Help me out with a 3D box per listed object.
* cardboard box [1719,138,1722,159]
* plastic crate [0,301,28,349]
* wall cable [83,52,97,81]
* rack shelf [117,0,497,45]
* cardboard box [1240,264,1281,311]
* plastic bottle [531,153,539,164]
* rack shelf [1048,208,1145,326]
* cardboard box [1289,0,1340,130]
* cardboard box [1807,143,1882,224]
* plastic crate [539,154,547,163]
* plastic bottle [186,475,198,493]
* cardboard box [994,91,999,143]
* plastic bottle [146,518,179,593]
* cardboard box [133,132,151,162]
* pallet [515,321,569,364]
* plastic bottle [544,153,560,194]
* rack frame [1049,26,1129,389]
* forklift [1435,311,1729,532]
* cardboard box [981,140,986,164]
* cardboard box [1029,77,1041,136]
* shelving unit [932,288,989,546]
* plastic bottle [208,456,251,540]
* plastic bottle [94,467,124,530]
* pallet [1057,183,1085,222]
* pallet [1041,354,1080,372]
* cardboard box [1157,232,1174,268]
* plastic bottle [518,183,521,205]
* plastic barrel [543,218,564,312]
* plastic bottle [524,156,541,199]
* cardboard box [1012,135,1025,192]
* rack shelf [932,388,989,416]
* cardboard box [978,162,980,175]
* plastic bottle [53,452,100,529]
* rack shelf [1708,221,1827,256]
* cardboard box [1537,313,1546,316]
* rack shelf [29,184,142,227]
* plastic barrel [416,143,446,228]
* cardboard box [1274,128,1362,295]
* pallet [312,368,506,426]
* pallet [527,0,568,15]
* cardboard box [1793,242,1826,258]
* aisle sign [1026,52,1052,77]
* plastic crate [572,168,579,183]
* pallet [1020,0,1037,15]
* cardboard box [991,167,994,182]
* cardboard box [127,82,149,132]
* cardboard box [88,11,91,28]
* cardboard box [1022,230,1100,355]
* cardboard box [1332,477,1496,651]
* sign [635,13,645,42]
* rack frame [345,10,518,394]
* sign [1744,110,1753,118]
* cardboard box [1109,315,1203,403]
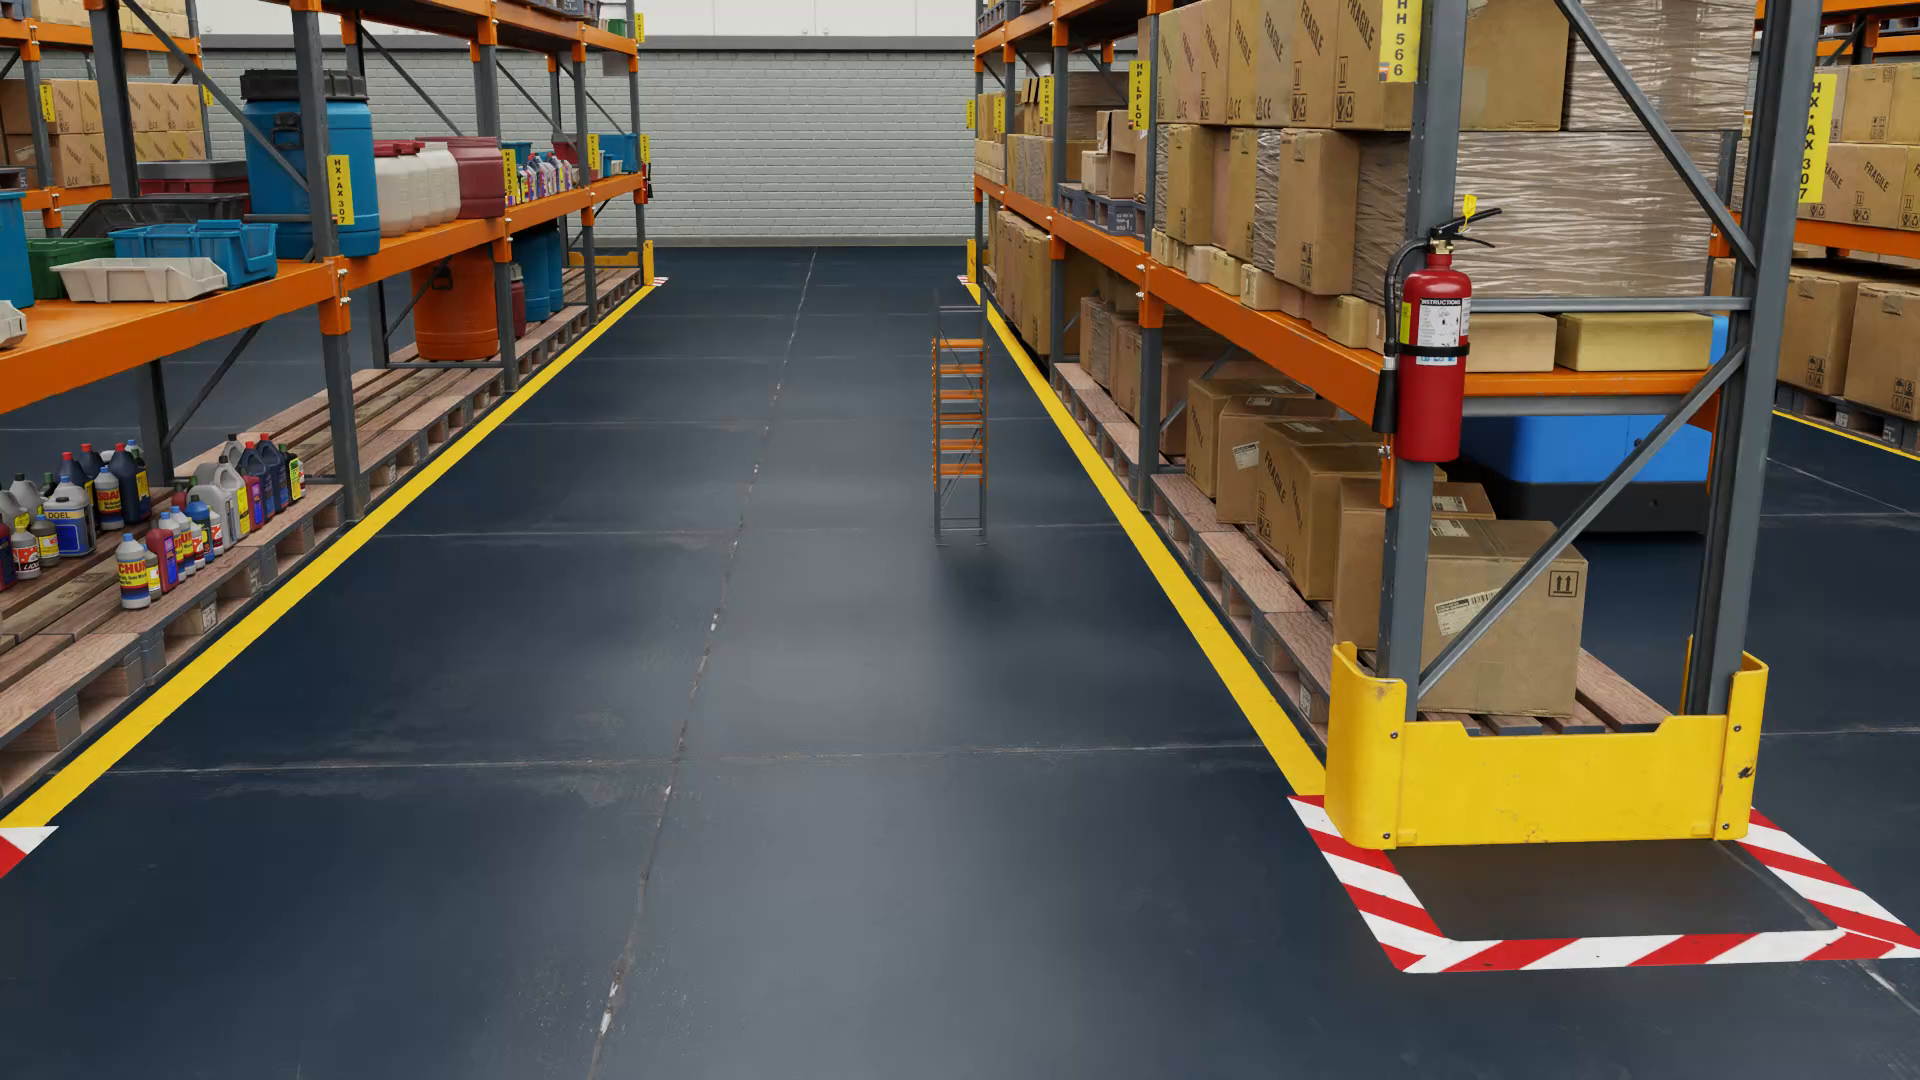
[{"bbox_3d":[5.650,-3.001,12.734,0.380,0.149,0.250,-1,14,-2],"label":"cardboard box"},{"bbox_3d":[-3.004,-0.642,5.029,0.298,0.136,0.250,-1,14,-3],"label":"plastic crate"},{"bbox_3d":[-14.143,-7.182,24.111,3.097,2.526,0.112,-1,14,-3],"label":"wall cable"},{"bbox_3d":[-3.641,-3.138,9.628,1.077,0.370,4.000,-1,14,-3],"label":"rack shelf"},{"bbox_3d":[1.252,-0.936,6.147,0.380,0.149,0.250,-1,14,-3],"label":"cardboard box"},{"bbox_3d":[-3.762,-3.231,14.661,0.144,0.351,0.185,-1,14,-3],"label":"plastic bottle"},{"bbox_3d":[1.302,-1.762,10.298,1.077,0.370,4.000,-1,14,-3],"label":"rack shelf"},{"bbox_3d":[1.356,-1.552,5.235,0.500,0.500,0.500,-1,14,-3],"label":"cardboard box"},{"bbox_3d":[5.958,-2.340,10.901,0.500,0.500,0.500,-1,14,-3],"label":"cardboard box"},{"bbox_3d":[-4.474,-4.000,17.770,0.416,0.233,0.300,-1,14,-3],"label":"plastic crate"},{"bbox_3d":[-3.259,-0.142,7.128,0.061,0.283,0.133,-1,14,-3],"label":"plastic bottle"},{"bbox_3d":[0.608,-4.272,16.809,0.500,0.500,0.500,-1,14,-3],"label":"cardboard box"},{"bbox_3d":[-3.067,0.048,6.387,0.061,0.283,0.133,-1,14,-3],"label":"plastic bottle"},{"bbox_3d":[-8.813,-4.008,17.384,0.500,0.500,0.500,-1,14,-4],"label":"cardboard box"},{"bbox_3d":[-3.928,-1.679,14.128,1.003,0.211,1.213,-1,14,-3],"label":"pallet"},{"bbox_3d":[-3.618,-3.233,14.670,0.144,0.351,0.185,-1,14,-3],"label":"plastic bottle"},{"bbox_3d":[1.178,-2.608,12.142,1.000,3.000,0.127,-1,14,-3],"label":"rack frame"},{"bbox_3d":[3.057,-1.764,9.000,1.130,2.935,3.031,-1,14,-2],"label":"forklift"},{"bbox_3d":[0.509,-4.291,18.388,0.500,0.250,0.500,-1,14,-5],"label":"cardboard box"},{"bbox_3d":[1.009,-3.807,14.590,0.797,0.503,0.637,-1,14,-3],"label":"cardboard box"},{"bbox_3d":[0.001,-0.577,7.863,0.258,1.200,0.189,-1,14,-3],"label":"shelving unit"},{"bbox_3d":[-3.158,-0.183,7.151,0.144,0.351,0.185,-1,14,-4],"label":"plastic bottle"},{"bbox_3d":[-3.752,-0.187,7.326,0.097,0.271,0.097,0,14,0],"label":"plastic bottle"},{"bbox_3d":[1.329,-2.339,11.483,1.213,0.211,1.003,-1,14,-3],"label":"pallet"},{"bbox_3d":[1.205,-1.455,13.256,1.003,0.211,1.213,-1,14,-3],"label":"pallet"},{"bbox_3d":[1.142,-1.371,7.839,0.380,0.149,0.250,-1,14,-3],"label":"cardboard box"},{"bbox_3d":[-3.486,-2.725,12.997,0.097,0.201,0.097,0,14,0],"label":"plastic bottle"},{"bbox_3d":[-3.996,-2.578,15.393,0.600,0.901,0.708,-1,14,-3],"label":"plastic barrel"},{"bbox_3d":[-3.561,-3.005,13.784,0.144,0.351,0.185,-1,14,-3],"label":"plastic bottle"},{"bbox_3d":[0.741,-3.408,15.050,0.500,0.500,0.500,-1,14,-3],"label":"cardboard box"},{"bbox_3d":[0.001,-0.651,7.844,0.258,0.103,0.180,-1,14,-3],"label":"rack shelf"},{"bbox_3d":[0.409,-4.255,19.048,0.380,0.149,0.250,-1,14,-5],"label":"cardboard box"},{"bbox_3d":[-3.870,-0.213,7.266,0.144,0.351,0.185,-1,15,-6],"label":"plastic bottle"},{"bbox_3d":[6.011,-2.808,14.365,1.077,0.370,4.000,-1,14,-3],"label":"rack shelf"},{"bbox_3d":[1.898,-0.634,4.973,0.380,0.149,0.250,-1,14,-3],"label":"cardboard box"},{"bbox_3d":[-9.081,-3.600,17.440,1.077,0.370,4.000,-1,14,-3],"label":"rack shelf"},{"bbox_3d":[-3.462,-2.228,10.442,0.421,0.512,0.421,0,14,0],"label":"plastic barrel"},{"bbox_3d":[1.517,-1.070,5.369,0.875,0.500,0.500,-1,14,-3],"label":"cardboard box"},{"bbox_3d":[-3.756,-0.988,11.441,1.003,0.211,1.213,-1,14,-3],"label":"pallet"},{"bbox_3d":[-3.794,-4.412,13.513,1.003,0.211,1.213,-1,14,-3],"label":"pallet"},{"bbox_3d":[10.714,-3.550,20.104,0.875,0.438,0.875,-1,14,-5],"label":"cardboard box"},{"bbox_3d":[0.978,-5.879,19.638,0.394,0.787,0.004,-1,14,-3],"label":"aisle sign"},{"bbox_3d":[-3.899,-3.545,16.195,0.396,0.136,0.243,-1,14,-3],"label":"plastic crate"},{"bbox_3d":[1.013,-4.406,13.492,1.003,0.211,1.213,0,14,-1],"label":"pallet"},{"bbox_3d":[0.520,-3.808,17.310,0.380,0.149,0.250,-1,14,-2],"label":"cardboard box"},{"bbox_3d":[-8.802,-4.489,17.248,0.500,0.500,0.500,0,14,-2],"label":"cardboard box"},{"bbox_3d":[-8.797,-5.204,16.514,0.500,0.250,0.500,-1,14,-3],"label":"cardboard box"},{"bbox_3d":[1.156,-1.954,13.023,1.225,0.875,0.875,-2,15,-6],"label":"cardboard box"},{"bbox_3d":[1.581,0.085,5.849,0.500,0.500,0.500,3,15,11],"label":"cardboard box"},{"bbox_3d":[-3.713,-5.935,19.266,0.100,0.325,0.005,-1,14,-3],"label":"sign"},{"bbox_3d":[-3.765,-2.531,11.845,1.000,3.000,0.127,-1,14,-3],"label":"rack frame"},{"bbox_3d":[12.239,-6.599,25.997,0.339,0.242,0.001,-1,14,-3],"label":"sign"},{"bbox_3d":[1.329,-1.165,10.669,0.700,0.500,0.500,0,14,1],"label":"cardboard box"}]
